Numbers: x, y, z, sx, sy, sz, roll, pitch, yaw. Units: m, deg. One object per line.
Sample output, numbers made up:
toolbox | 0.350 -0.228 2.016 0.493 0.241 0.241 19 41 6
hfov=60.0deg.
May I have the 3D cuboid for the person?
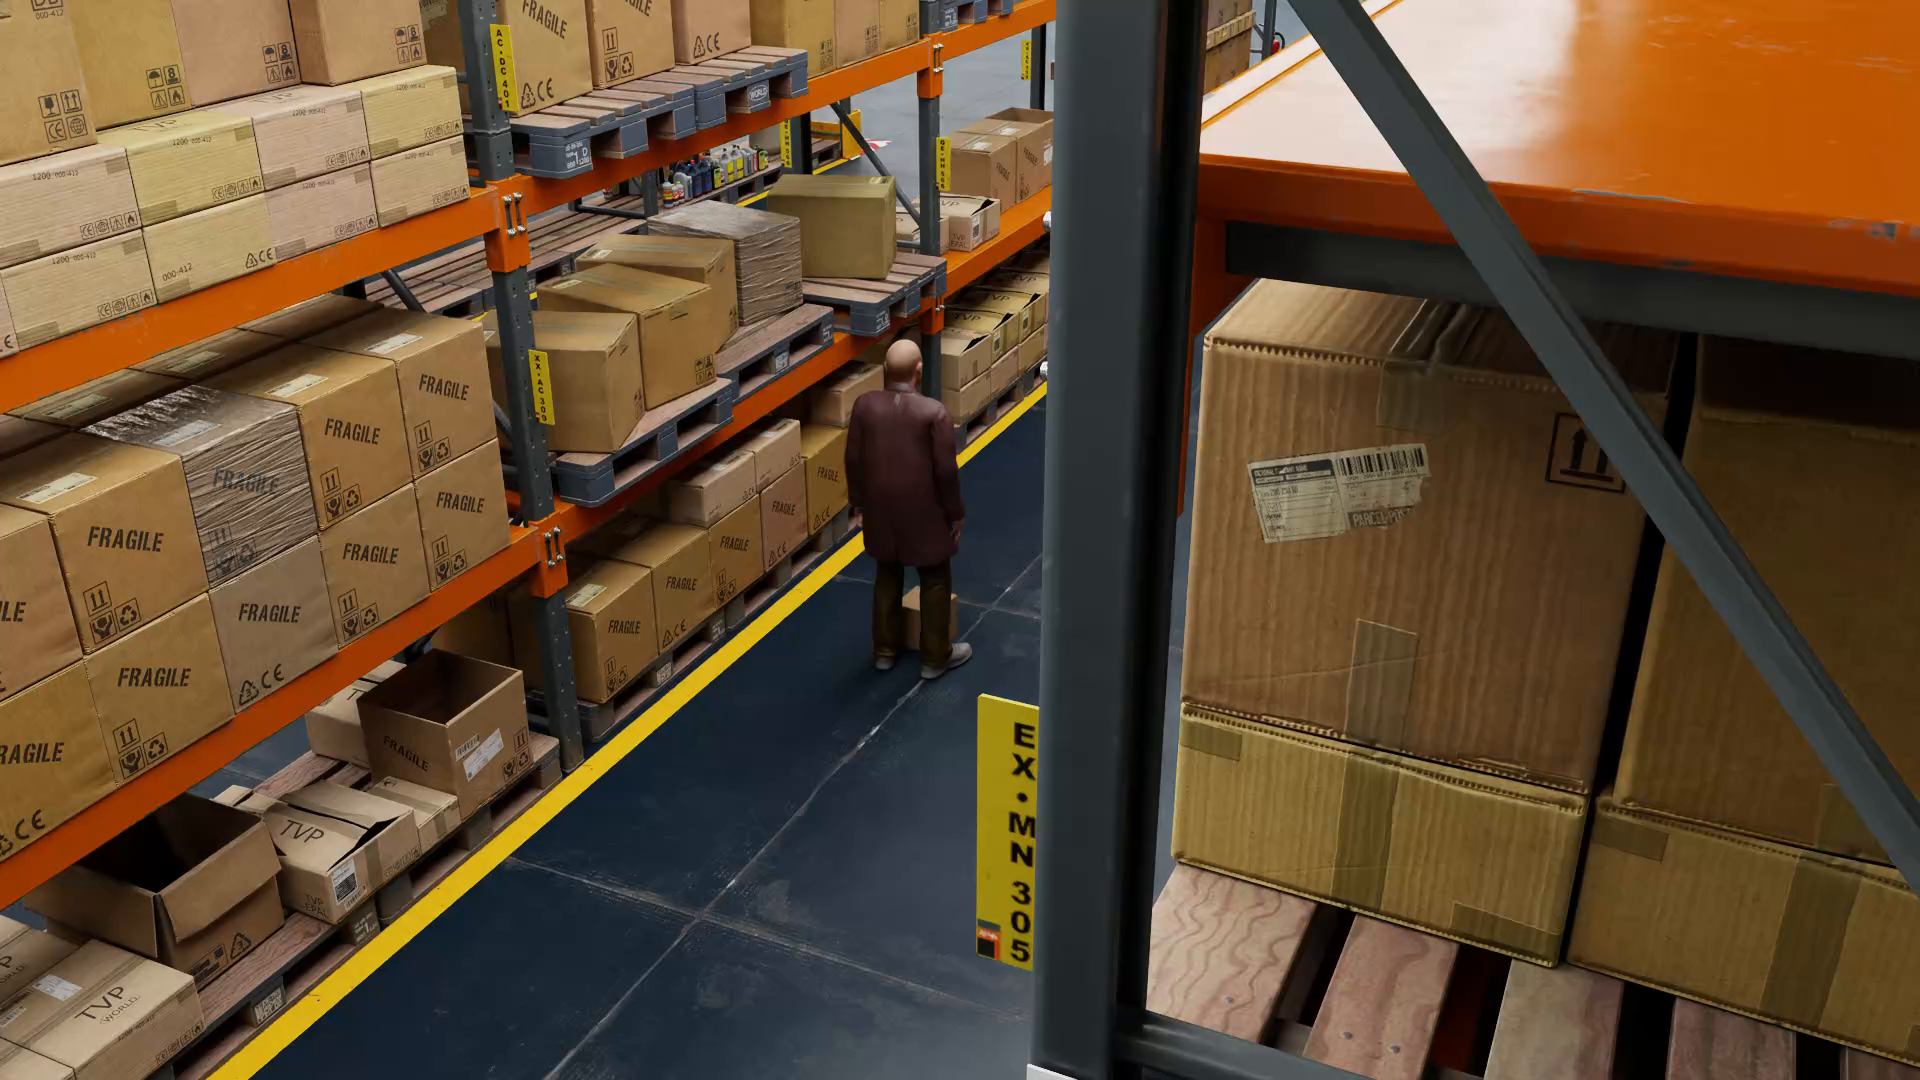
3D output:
person | -0.270 -0.153 8.447 0.638 1.772 0.432 10 28 20
